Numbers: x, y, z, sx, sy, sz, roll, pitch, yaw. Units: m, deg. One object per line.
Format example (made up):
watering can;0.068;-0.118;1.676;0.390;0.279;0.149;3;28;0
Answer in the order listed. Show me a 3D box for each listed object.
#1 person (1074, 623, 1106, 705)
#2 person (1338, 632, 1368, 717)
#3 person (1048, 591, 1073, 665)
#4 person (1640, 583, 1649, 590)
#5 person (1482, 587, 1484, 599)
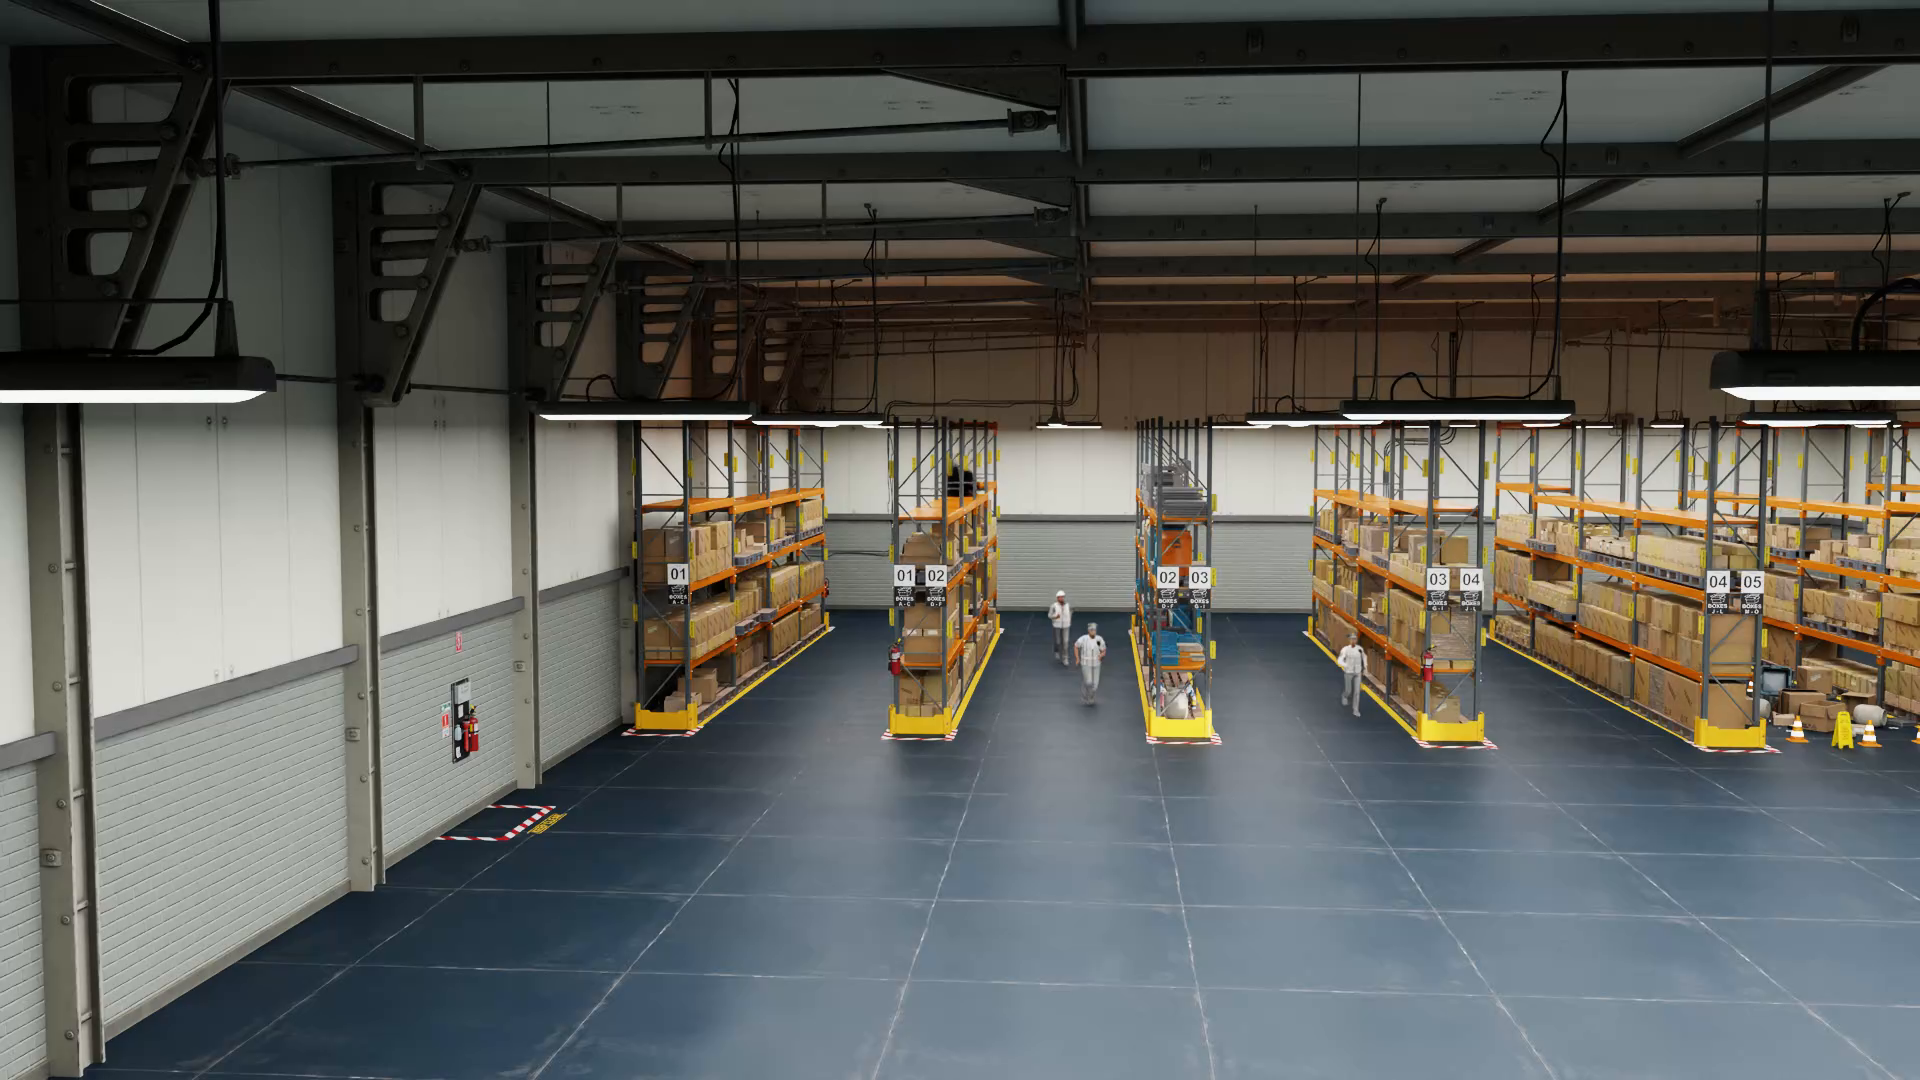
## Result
person;2.735;2.584;34.602;0.637;1.738;0.741;-1;4;-10
person;7.962;2.691;33.629;0.630;1.657;0.938;0;4;0
person;2.488;2.142;40.910;0.656;1.777;0.949;0;4;-7
person;19.397;1.873;47.278;0.571;1.549;0.559;0;4;5
person;14.649;1.792;47.465;0.660;1.657;0.880;-2;4;-25
